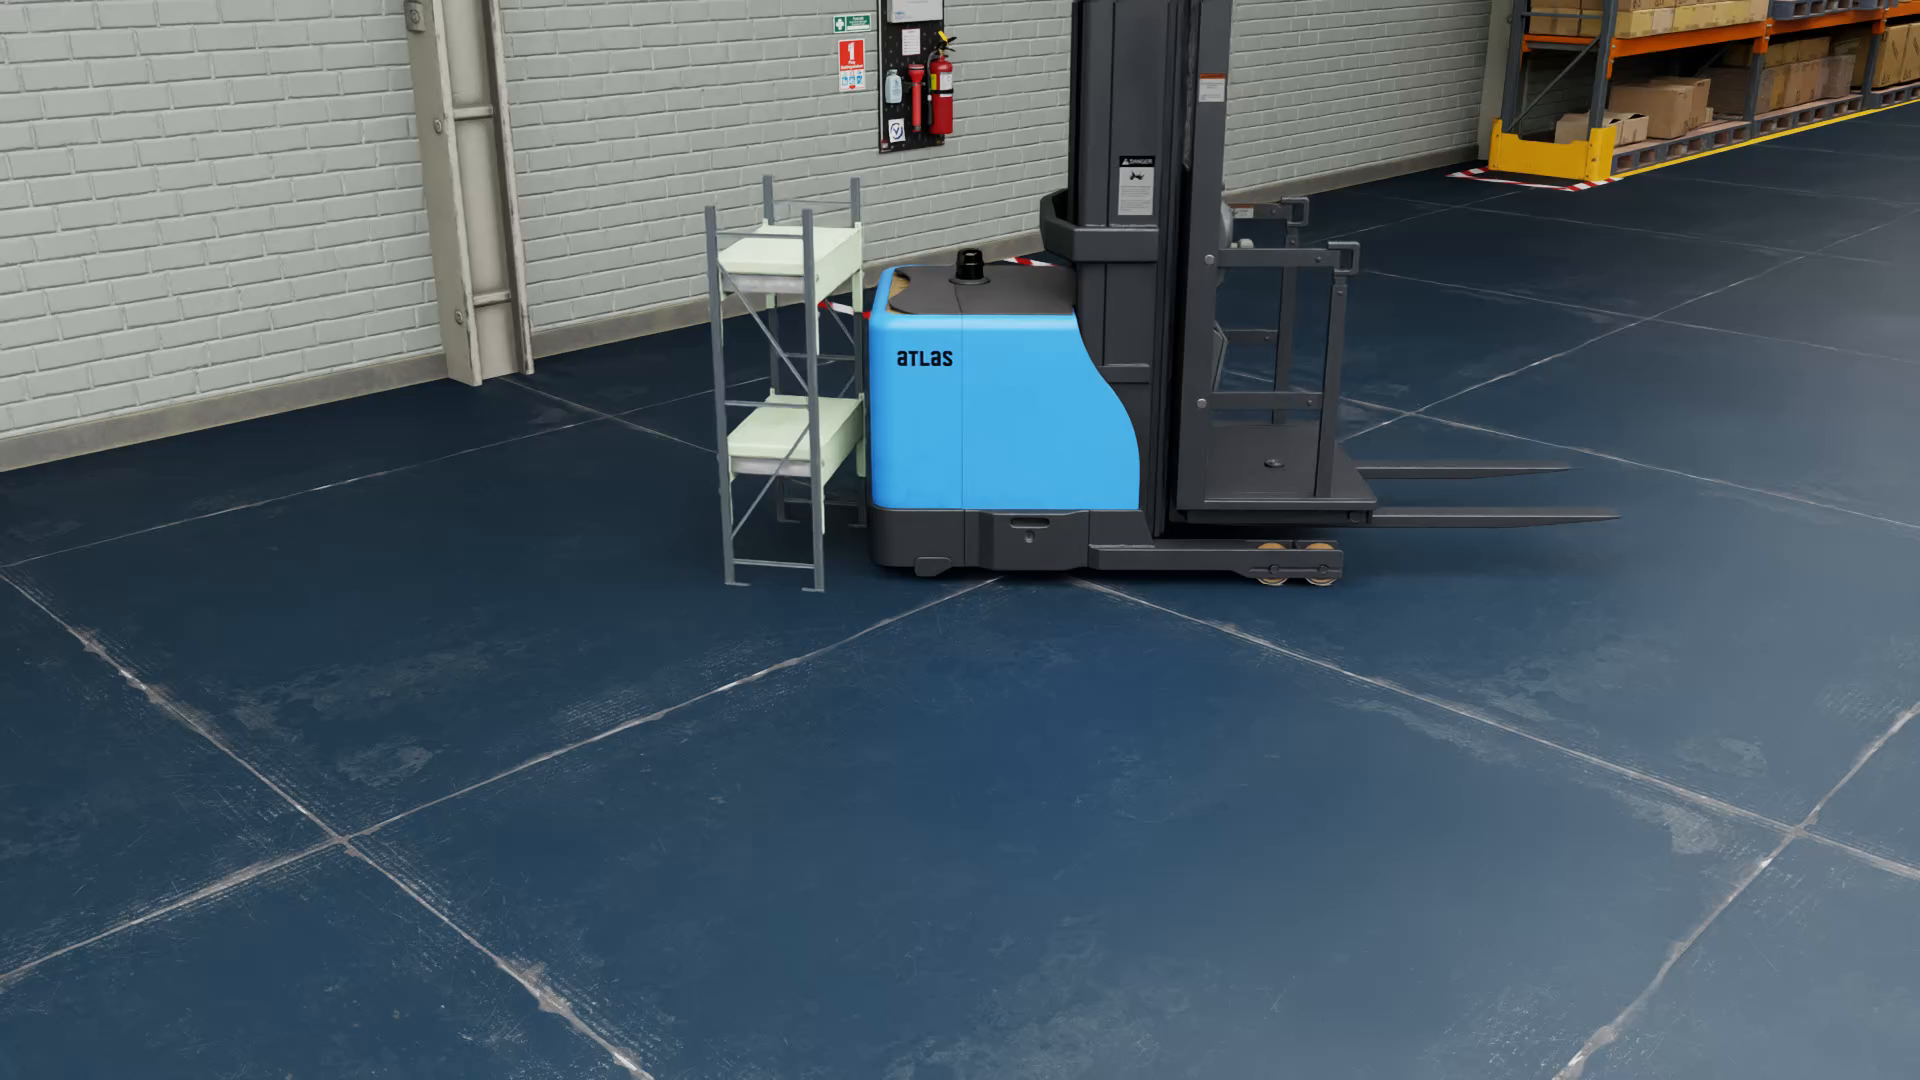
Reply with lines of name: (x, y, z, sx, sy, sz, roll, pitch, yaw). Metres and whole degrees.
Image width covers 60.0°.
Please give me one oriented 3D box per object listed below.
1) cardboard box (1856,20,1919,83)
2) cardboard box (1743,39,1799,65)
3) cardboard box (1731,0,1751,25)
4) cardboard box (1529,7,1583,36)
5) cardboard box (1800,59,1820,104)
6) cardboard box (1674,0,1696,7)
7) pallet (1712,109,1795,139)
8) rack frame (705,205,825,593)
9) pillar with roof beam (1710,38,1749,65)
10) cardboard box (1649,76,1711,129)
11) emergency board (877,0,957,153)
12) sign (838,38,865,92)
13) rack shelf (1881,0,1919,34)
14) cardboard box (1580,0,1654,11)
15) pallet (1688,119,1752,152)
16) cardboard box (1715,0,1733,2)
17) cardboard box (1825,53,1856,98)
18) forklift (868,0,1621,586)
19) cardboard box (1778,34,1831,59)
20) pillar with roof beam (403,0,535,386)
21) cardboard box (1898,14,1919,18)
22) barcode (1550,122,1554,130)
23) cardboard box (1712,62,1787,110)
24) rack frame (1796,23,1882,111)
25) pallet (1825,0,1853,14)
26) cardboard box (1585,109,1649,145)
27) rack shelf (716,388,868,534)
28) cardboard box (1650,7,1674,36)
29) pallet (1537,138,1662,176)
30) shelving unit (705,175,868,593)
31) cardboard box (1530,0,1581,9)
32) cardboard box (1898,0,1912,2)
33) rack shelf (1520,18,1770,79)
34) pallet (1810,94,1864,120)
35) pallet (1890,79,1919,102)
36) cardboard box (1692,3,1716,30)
cardboard box: (12.611, -6.667, 22.650, 0.750, 0.750, 0.750, 19, 28, 40)
cardboard box: (9.765, -5.897, 20.062, 0.500, 0.250, 0.500, 18, 28, 39)
cardboard box: (8.131, -5.682, 17.858, 0.500, 0.250, 0.500, 19, 28, 41)
cardboard box: (5.995, -5.146, 16.464, 0.500, 0.250, 0.500, -20, 28, -41)
cardboard box: (10.154, -5.697, 20.587, 0.700, 0.500, 0.500, 19, 28, 40)
cardboard box: (7.073, -5.631, 16.680, 0.500, 0.500, 0.500, 18, 27, 39)
pallet: (9.140, -4.965, 19.699, 1.003, 0.211, 1.213, 19, 28, 41)
rack frame: (-0.733, -0.509, 6.308, 0.400, 1.500, 0.023, 4, 21, 10)
pillar with roof beam: (12.946, -8.700, 17.166, 9.100, 9.000, 0.400, 19, 28, 41)
cardboard box: (7.903, -4.828, 18.326, 0.500, 0.500, 0.500, 17, 27, 37)
emergency board: (-0.261, -3.267, 11.393, 0.194, 1.169, 0.643, 19, 28, 41)
sign: (-0.720, -3.167, 11.084, 0.001, 0.329, 0.234, 19, 28, 41)
rack shelf: (12.784, -7.273, 22.819, 1.077, 0.370, 4.000, 19, 28, 41)
cardboard box: (6.356, -5.375, 16.014, 0.500, 0.500, 0.500, 19, 28, 41)
pallet: (8.155, -4.583, 18.705, 1.003, 0.211, 1.213, 19, 28, 41)
cardboard box: (7.787, -5.900, 17.381, 0.500, 0.500, 0.500, 18, 28, 39)
cardboard box: (10.923, -5.935, 21.206, 0.500, 0.500, 0.700, -20, 29, -41)
forklift: (1.156, -1.378, 6.576, 3.031, 2.935, 1.130, 0, 21, 0)
cardboard box: (10.481, -6.154, 20.731, 0.500, 0.250, 0.500, -20, 28, -41)
pillar with roof beam: (0.389, -4.073, 5.128, 9.100, 9.000, 0.400, 19, 28, 41)
cardboard box: (13.818, -7.116, 23.818, 0.750, 0.750, 0.750, 20, 28, 41)
barcode: (6.081, -4.253, 17.080, 0.001, 0.075, 0.075, 19, 28, 41)
cardboard box: (9.424, -5.444, 19.928, 0.700, 0.500, 0.500, 19, 28, 40)
rack frame: (11.388, -7.095, 21.352, 1.000, 3.000, 0.127, 19, 28, 41)
pallet: (10.037, -6.486, 20.036, 1.003, 0.211, 1.213, 19, 28, 41)
cardboard box: (6.752, -4.290, 17.191, 0.500, 0.311, 0.500, -17, 27, -38)
rack shelf: (-0.667, -0.334, 6.761, 0.431, 0.370, 0.720, 4, 21, 10)
cardboard box: (6.727, -5.161, 16.501, 0.500, 0.250, 0.500, 18, 28, 39)
pallet: (6.453, -3.956, 17.073, 1.003, 0.211, 1.213, 19, 28, 41)
shelving unit: (-0.667, -0.638, 6.644, 0.431, 1.500, 0.755, 4, 21, 10)
cardboard box: (5.984, -5.502, 16.344, 0.500, 0.500, 0.500, 19, 28, 40)
cardboard box: (12.212, -7.123, 21.748, 0.250, 0.149, 0.380, -19, 28, -40)
rack shelf: (7.203, -5.217, 17.468, 1.077, 0.370, 4.000, 19, 28, 41)
pallet: (10.842, -5.593, 21.331, 1.003, 0.211, 1.213, 19, 28, 41)
pallet: (12.843, -6.289, 23.142, 1.003, 0.211, 1.213, 19, 28, 41)
cardboard box: (7.441, -5.419, 17.175, 0.500, 0.250, 0.500, 20, 28, 41)
